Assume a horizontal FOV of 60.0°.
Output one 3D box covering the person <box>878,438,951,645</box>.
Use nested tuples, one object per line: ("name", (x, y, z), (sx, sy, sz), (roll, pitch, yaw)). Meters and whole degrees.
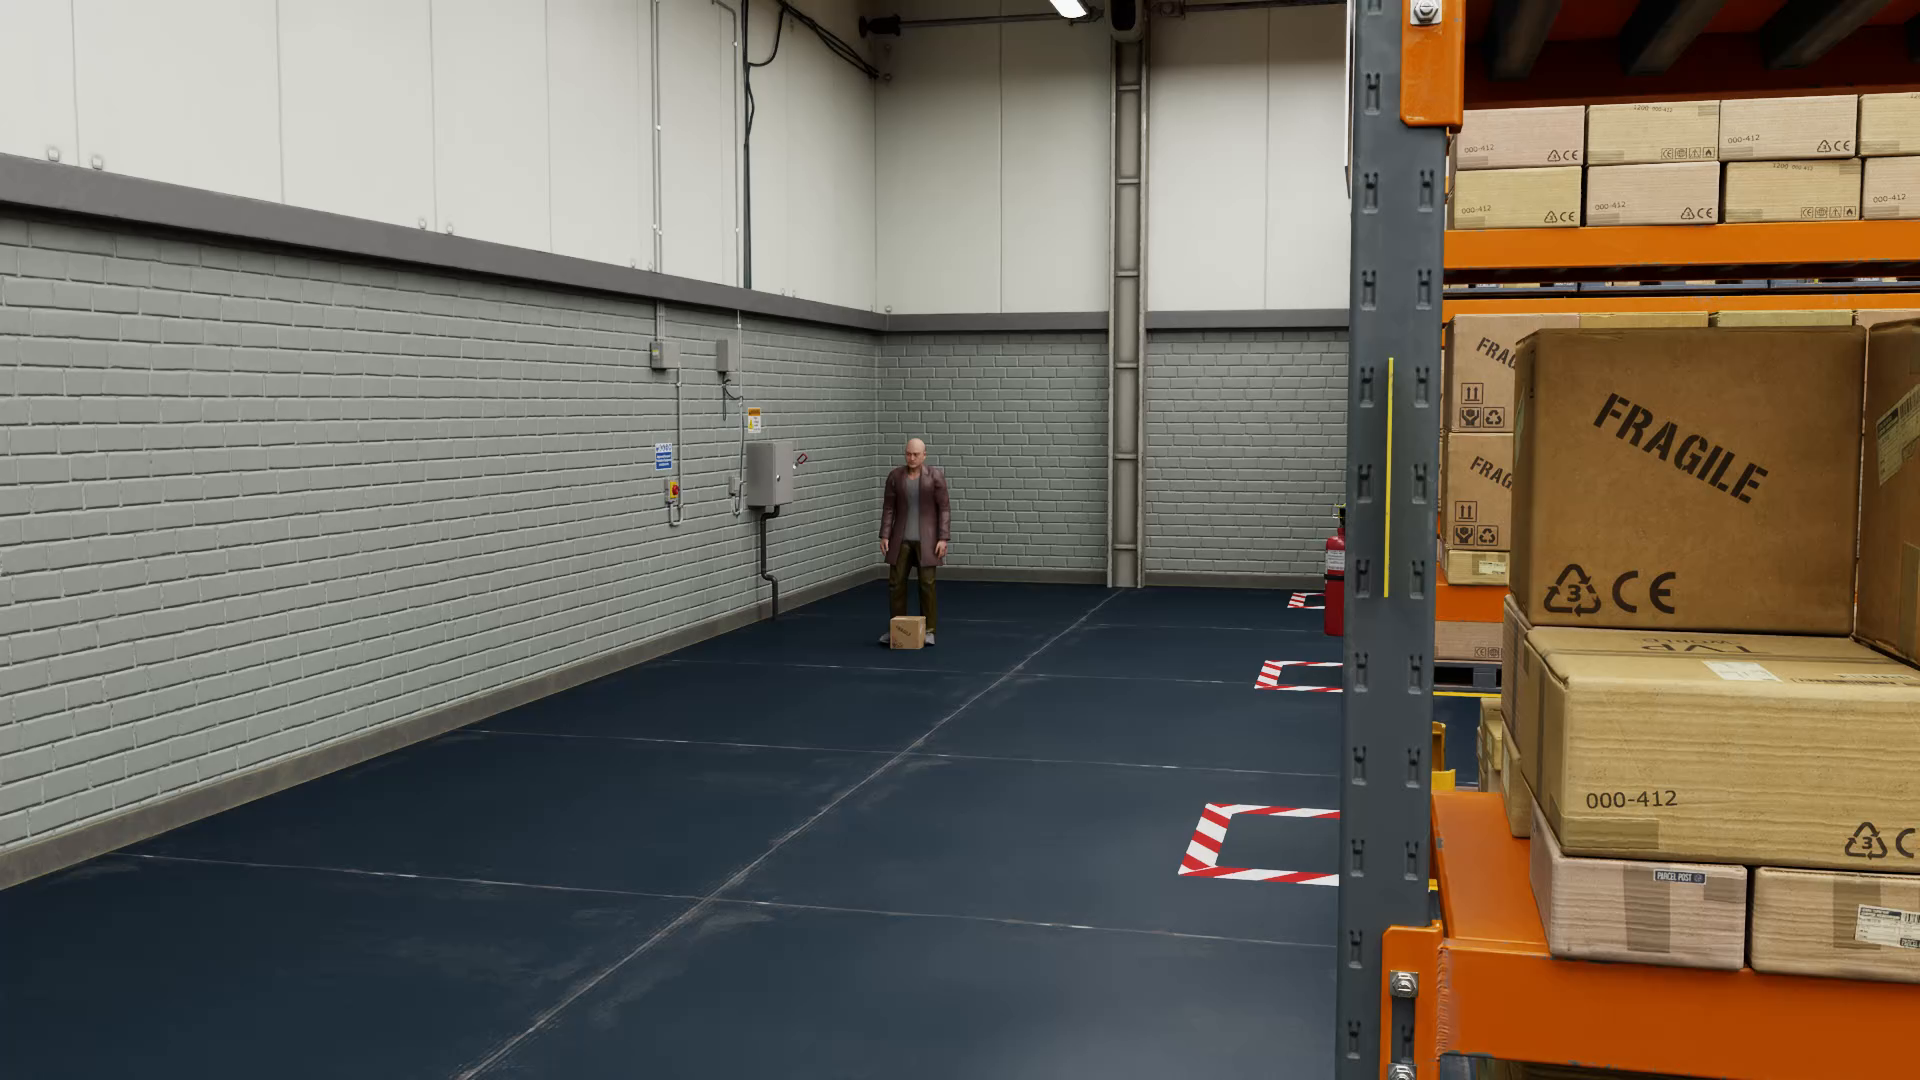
("person", (-0.395, 0.009, 14.356), (0.641, 1.773, 0.428), (1, 5, 13))
